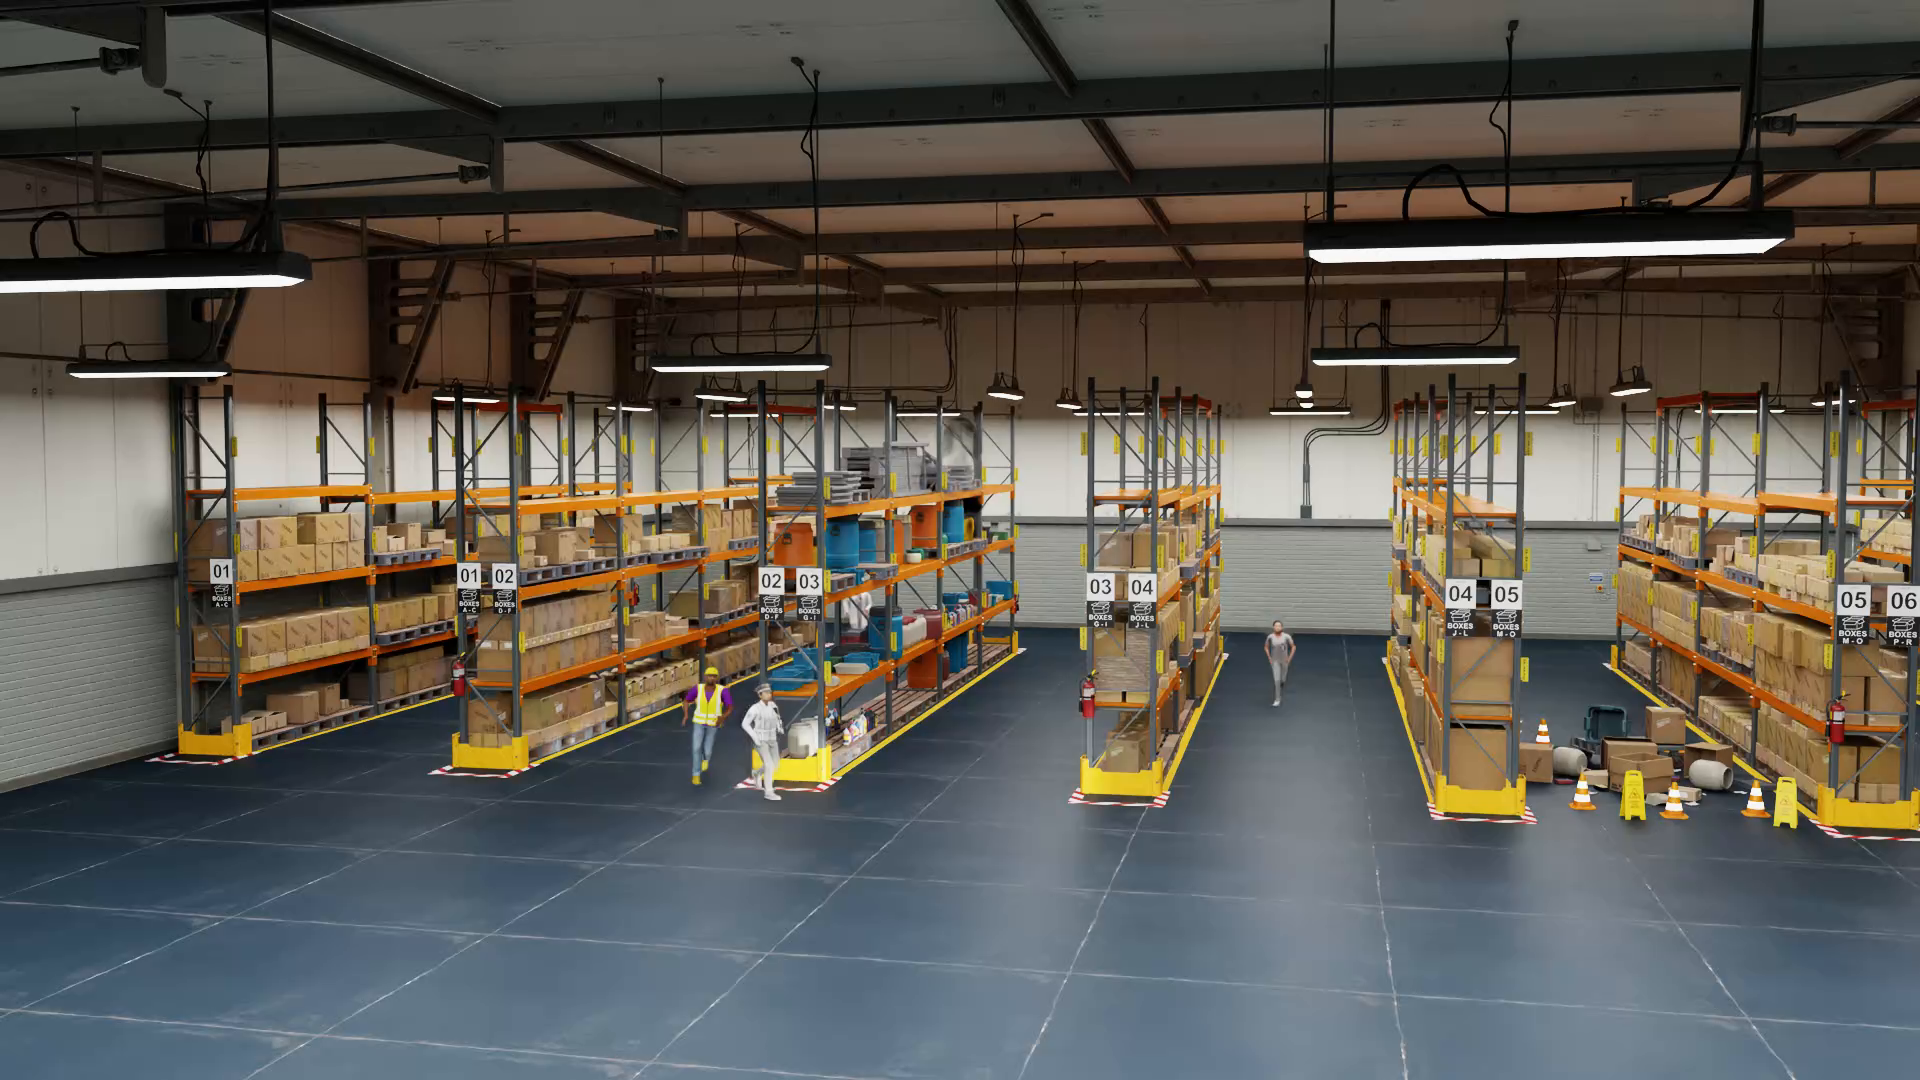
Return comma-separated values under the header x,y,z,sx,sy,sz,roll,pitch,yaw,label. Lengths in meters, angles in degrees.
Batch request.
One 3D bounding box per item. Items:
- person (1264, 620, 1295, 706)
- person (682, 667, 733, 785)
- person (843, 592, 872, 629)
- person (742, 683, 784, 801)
x,y,z,sx,sy,sz,roll,pitch,yaw,label
6.224,2.380,32.422,0.583,1.657,0.637,1,3,11,person
-3.786,2.766,24.972,0.746,1.748,0.758,0,3,-4,person
-2.469,1.873,40.494,0.696,1.732,0.670,-1,3,-13,person
-2.797,2.846,23.646,0.613,1.659,0.678,-3,4,-44,person
